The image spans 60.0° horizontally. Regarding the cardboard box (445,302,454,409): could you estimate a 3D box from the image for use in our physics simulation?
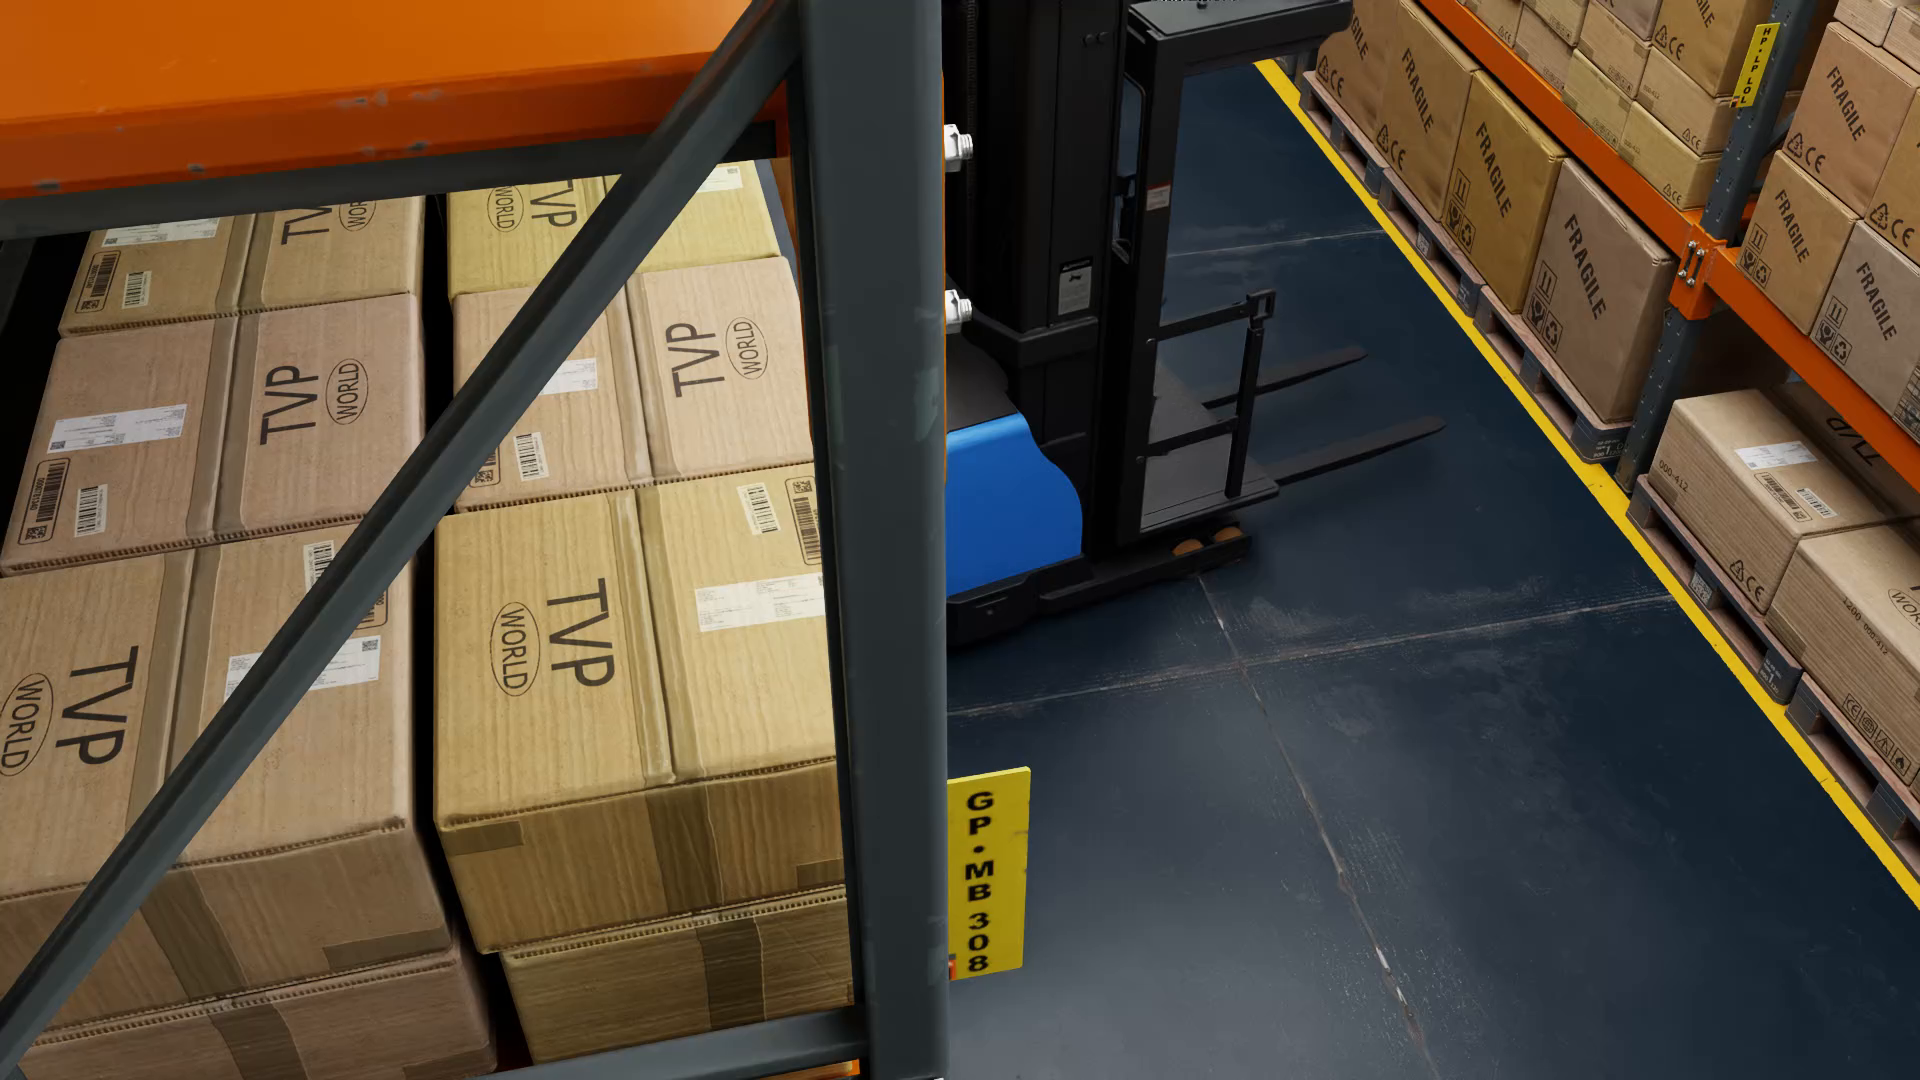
[{"bbox_3d":[-1.099,-0.211,2.857,0.500,0.250,0.500,-9,42,-10],"label":"cardboard box"}]

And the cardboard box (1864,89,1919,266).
[{"bbox_3d":[3.440,-1.174,5.484,0.500,0.500,0.500,-9,42,-10],"label":"cardboard box"}]

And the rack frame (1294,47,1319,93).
[{"bbox_3d":[2.607,-4.027,9.527,1.000,3.000,0.127,-8,42,-9],"label":"rack frame"}]

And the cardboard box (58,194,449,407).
[{"bbox_3d":[-1.113,-0.410,2.705,0.500,0.250,0.500,-8,42,-9],"label":"cardboard box"}]

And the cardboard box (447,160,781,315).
[{"bbox_3d":[-0.575,-0.471,2.774,0.500,0.250,0.500,-9,42,-10],"label":"cardboard box"}]

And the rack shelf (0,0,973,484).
[{"bbox_3d":[-0.943,-1.397,2.590,1.077,0.370,4.000,-8,42,-9],"label":"rack shelf"}]

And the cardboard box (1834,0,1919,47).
[{"bbox_3d":[3.285,-1.846,5.753,0.380,0.149,0.250,-9,42,-10],"label":"cardboard box"}]

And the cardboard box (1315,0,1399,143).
[{"bbox_3d":[2.675,-2.930,9.575,0.875,0.875,0.875,-9,42,-10],"label":"cardboard box"}]

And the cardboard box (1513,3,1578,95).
[{"bbox_3d":[2.929,-2.293,7.686,0.500,0.250,0.500,-9,42,-10],"label":"cardboard box"}]

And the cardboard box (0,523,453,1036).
[{"bbox_3d":[-0.880,0.260,1.950,0.500,0.250,0.500,-9,42,-10],"label":"cardboard box"}]

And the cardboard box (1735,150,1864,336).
[{"bbox_3d":[3.316,-1.130,6.188,0.500,0.500,0.500,-7,42,-8],"label":"cardboard box"}]

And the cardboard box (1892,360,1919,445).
[{"bbox_3d":[3.522,-0.480,5.456,0.500,0.500,0.500,-8,42,-9],"label":"cardboard box"}]

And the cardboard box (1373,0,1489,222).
[{"bbox_3d":[2.864,-2.351,8.923,0.875,0.875,0.875,-8,42,-9],"label":"cardboard box"}]

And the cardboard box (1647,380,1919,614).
[{"bbox_3d":[3.501,-0.211,6.841,0.875,0.438,0.875,-9,42,-10],"label":"cardboard box"}]

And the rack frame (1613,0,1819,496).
[{"bbox_3d":[3.471,-1.434,6.606,1.000,3.000,0.127,-8,42,-9],"label":"rack frame"}]

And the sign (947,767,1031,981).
[{"bbox_3d":[0.018,0.346,1.683,0.100,0.325,0.005,-8,42,-9],"label":"sign"}]

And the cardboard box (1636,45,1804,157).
[{"bbox_3d":[3.138,-1.816,6.773,0.500,0.250,0.500,-8,42,-9],"label":"cardboard box"}]

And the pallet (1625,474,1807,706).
[{"bbox_3d":[3.558,0.113,6.964,1.003,0.211,1.213,-8,42,-9],"label":"pallet"}]

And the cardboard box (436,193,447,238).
[{"bbox_3d":[-1.195,-0.738,3.074,0.500,0.250,0.500,-8,42,-9],"label":"cardboard box"}]

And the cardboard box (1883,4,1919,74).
[{"bbox_3d":[3.356,-1.682,5.569,0.380,0.149,0.250,-8,42,-9],"label":"cardboard box"}]

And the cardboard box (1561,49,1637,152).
[{"bbox_3d":[3.019,-1.963,7.315,0.500,0.250,0.500,-9,42,-10],"label":"cardboard box"}]

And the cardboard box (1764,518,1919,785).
[{"bbox_3d":[3.695,0.370,6.188,0.875,0.438,0.875,-10,42,-11],"label":"cardboard box"}]

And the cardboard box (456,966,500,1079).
[{"bbox_3d":[-0.807,0.670,2.165,0.380,0.149,0.250,-7,42,-8],"label":"cardboard box"}]

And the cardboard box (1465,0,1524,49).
[{"bbox_3d":[2.813,-2.627,8.063,0.500,0.250,0.500,-8,42,-9],"label":"cardboard box"}]

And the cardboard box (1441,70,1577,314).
[{"bbox_3d":[3.056,-1.771,8.270,0.875,0.875,0.875,-7,42,-8],"label":"cardboard box"}]

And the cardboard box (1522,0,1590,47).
[{"bbox_3d":[2.905,-2.474,7.514,0.500,0.250,0.500,-7,42,-8],"label":"cardboard box"}]

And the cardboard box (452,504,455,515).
[{"bbox_3d":[-0.996,0.116,2.489,0.500,0.250,0.500,-8,42,-9],"label":"cardboard box"}]

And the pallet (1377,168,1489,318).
[{"bbox_3d":[2.964,-1.673,8.976,1.003,0.211,1.213,-8,42,-9],"label":"pallet"}]

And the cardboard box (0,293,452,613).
[{"bbox_3d":[-0.992,-0.077,2.330,0.500,0.250,0.500,-10,42,-11],"label":"cardboard box"}]

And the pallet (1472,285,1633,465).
[{"bbox_3d":[3.231,-0.881,8.083,1.003,0.211,1.213,-8,42,-9],"label":"pallet"}]

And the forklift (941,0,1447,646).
[{"bbox_3d":[0.687,-1.237,6.436,3.031,2.935,1.130,-17,44,-18],"label":"forklift"}]

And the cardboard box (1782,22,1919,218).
[{"bbox_3d":[3.337,-1.502,5.854,0.500,0.500,0.500,-8,42,-9],"label":"cardboard box"}]

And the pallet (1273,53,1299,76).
[{"bbox_3d":[2.440,-3.491,11.024,1.003,0.211,1.213,-8,42,-9],"label":"pallet"}]

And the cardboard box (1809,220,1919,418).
[{"bbox_3d":[3.421,-0.803,5.820,0.500,0.500,0.500,-8,42,-9],"label":"cardboard box"}]

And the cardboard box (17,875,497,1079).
[{"bbox_3d":[-0.873,0.446,2.117,0.500,0.250,0.500,-9,42,-10],"label":"cardboard box"}]

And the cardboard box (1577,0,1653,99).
[{"bbox_3d":[3.023,-2.139,7.136,0.500,0.250,0.500,-7,42,-8],"label":"cardboard box"}]

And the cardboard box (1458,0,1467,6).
[{"bbox_3d":[2.703,-2.946,8.423,0.500,0.250,0.500,-7,42,-8],"label":"cardboard box"}]

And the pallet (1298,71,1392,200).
[{"bbox_3d":[2.704,-2.462,9.865,1.003,0.211,1.213,-8,42,-9],"label":"pallet"}]

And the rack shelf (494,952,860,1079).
[{"bbox_3d":[-0.943,-0.277,3.585,1.077,0.370,4.000,-8,42,-9],"label":"rack shelf"}]

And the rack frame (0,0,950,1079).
[{"bbox_3d":[-0.512,-0.371,0.890,1.000,3.000,0.127,-8,42,-9],"label":"rack frame"}]

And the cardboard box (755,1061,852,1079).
[{"bbox_3d":[-0.353,0.605,2.239,0.380,0.149,0.250,-8,42,-8],"label":"cardboard box"}]

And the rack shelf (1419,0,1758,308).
[{"bbox_3d":[3.039,-2.462,8.305,1.077,0.370,4.000,-8,42,-9],"label":"rack shelf"}]

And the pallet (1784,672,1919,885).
[{"bbox_3d":[3.825,0.905,6.071,1.003,0.211,1.213,-8,42,-9],"label":"pallet"}]

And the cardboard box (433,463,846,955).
[{"bbox_3d":[-0.362,0.185,2.035,0.500,0.250,0.500,-9,42,-10],"label":"cardboard box"}]

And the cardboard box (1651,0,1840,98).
[{"bbox_3d":[3.129,-2.099,6.527,0.500,0.500,0.500,-7,42,-8],"label":"cardboard box"}]

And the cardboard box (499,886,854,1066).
[{"bbox_3d":[-0.341,0.369,2.205,0.500,0.250,0.500,-9,42,-10],"label":"cardboard box"}]

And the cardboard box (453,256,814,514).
[{"bbox_3d":[-0.454,-0.148,2.409,0.500,0.250,0.500,-9,42,-10],"label":"cardboard box"}]

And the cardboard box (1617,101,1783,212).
[{"bbox_3d":[3.128,-1.633,6.943,0.500,0.250,0.500,-9,42,-10],"label":"cardboard box"}]

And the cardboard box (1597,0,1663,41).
[{"bbox_3d":[3.010,-2.433,6.903,0.500,0.500,0.500,-8,42,-8],"label":"cardboard box"}]

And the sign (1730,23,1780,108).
[{"bbox_3d":[2.943,-1.753,6.153,0.100,0.325,0.005,-8,42,-9],"label":"sign"}]

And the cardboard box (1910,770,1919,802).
[{"bbox_3d":[3.888,0.954,5.529,0.875,0.438,0.875,-7,42,-8],"label":"cardboard box"}]

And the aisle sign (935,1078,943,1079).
[{"bbox_3d":[-0.210,0.902,2.016,0.394,0.787,0.004,-8,42,-9],"label":"aisle sign"}]

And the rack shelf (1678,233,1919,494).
[{"bbox_3d":[3.902,0.131,5.384,1.077,0.370,4.000,-8,42,-9],"label":"rack shelf"}]

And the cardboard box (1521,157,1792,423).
[{"bbox_3d":[3.259,-1.187,7.612,0.875,0.875,0.875,-7,42,-8],"label":"cardboard box"}]
